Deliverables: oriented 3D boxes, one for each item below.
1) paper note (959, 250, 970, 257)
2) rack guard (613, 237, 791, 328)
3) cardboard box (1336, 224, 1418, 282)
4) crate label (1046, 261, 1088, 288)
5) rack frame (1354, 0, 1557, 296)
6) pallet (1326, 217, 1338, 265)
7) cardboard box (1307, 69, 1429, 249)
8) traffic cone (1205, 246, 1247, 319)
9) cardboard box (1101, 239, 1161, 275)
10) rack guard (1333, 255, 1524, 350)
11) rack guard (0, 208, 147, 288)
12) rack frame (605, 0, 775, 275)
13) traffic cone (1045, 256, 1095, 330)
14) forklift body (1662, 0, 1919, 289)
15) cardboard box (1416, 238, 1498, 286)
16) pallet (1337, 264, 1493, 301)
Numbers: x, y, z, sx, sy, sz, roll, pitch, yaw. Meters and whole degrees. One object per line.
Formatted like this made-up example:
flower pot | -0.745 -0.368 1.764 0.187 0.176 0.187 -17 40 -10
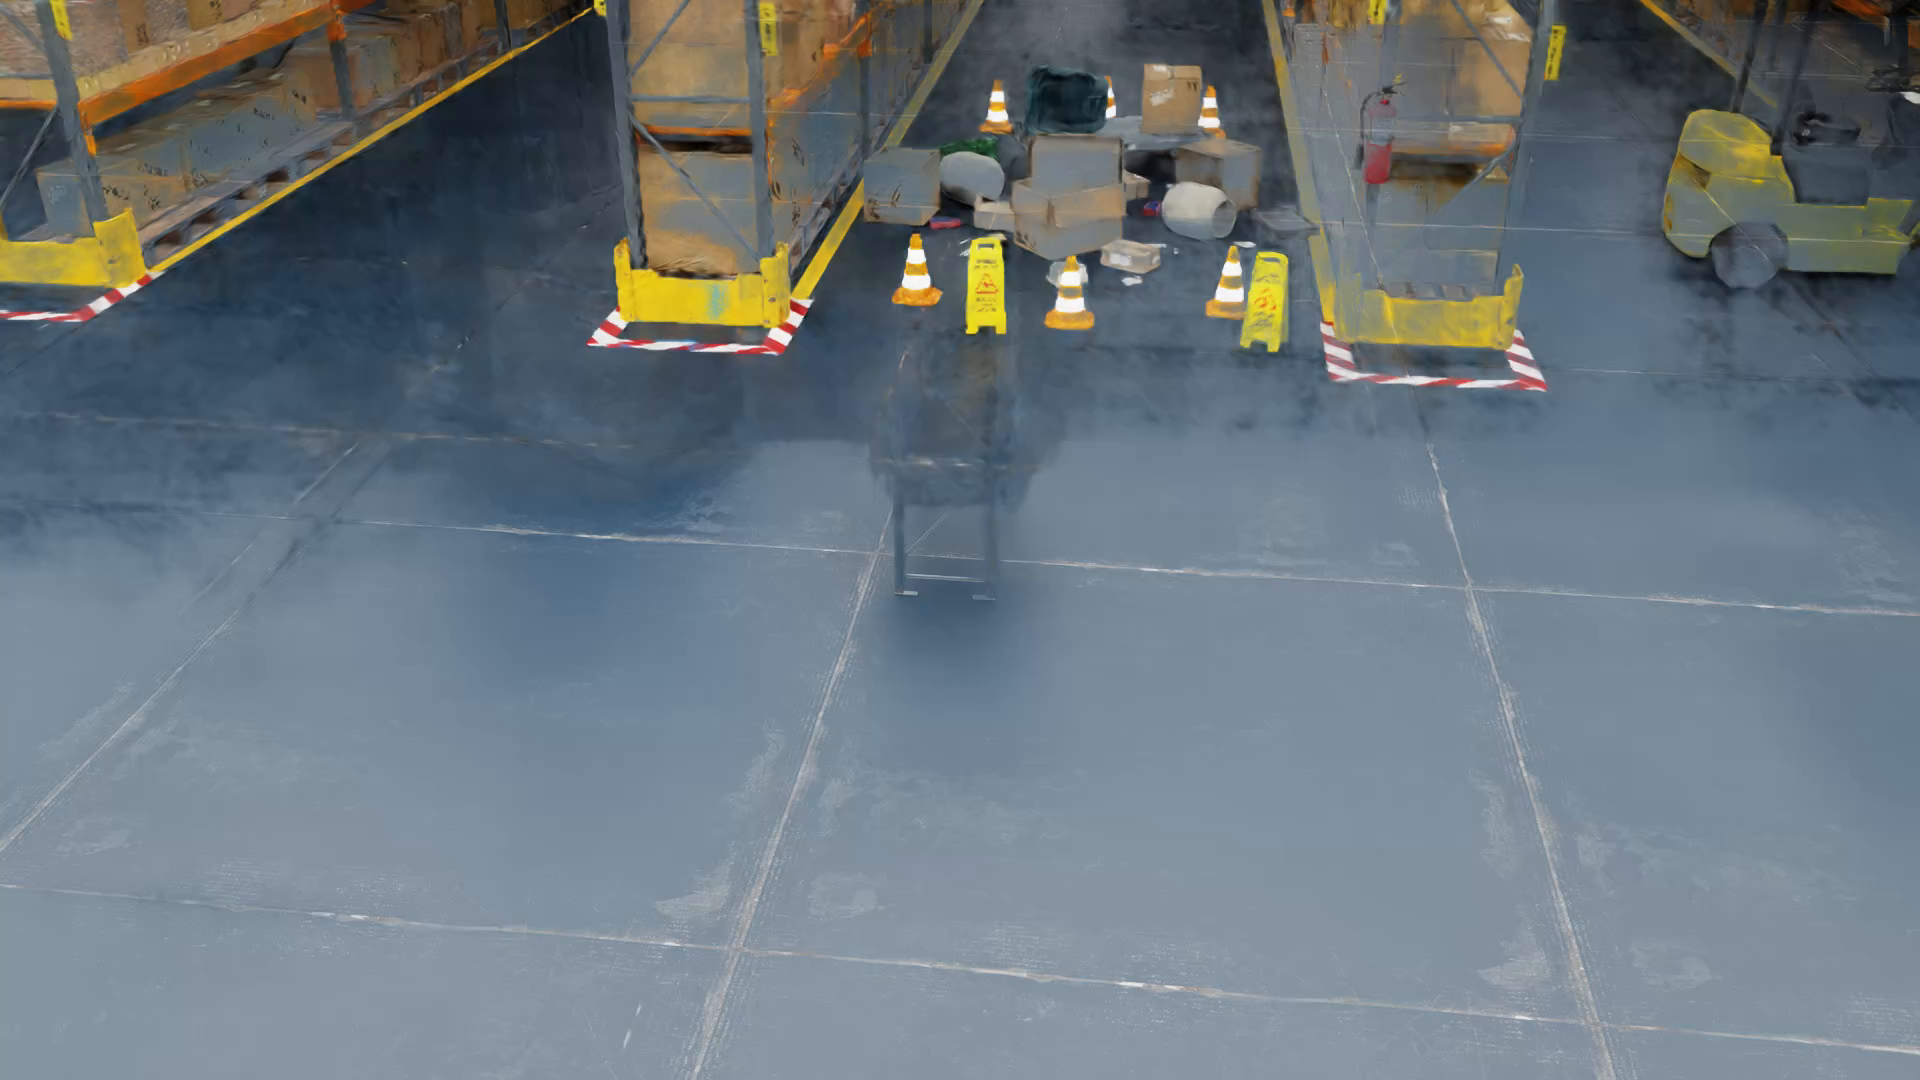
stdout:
paper note | 4.671 -7.161 22.013 0.144 0.017 0.142 14 31 24
rack guard | 2.796 -6.738 20.729 1.175 0.500 0.348 3 28 6
cardboard box | 7.559 -6.991 21.021 0.500 0.250 0.500 3 28 6
crate label | 5.388 -6.905 21.422 0.250 0.136 0.298 -11 30 -20
rack frame | 7.724 -7.609 19.712 1.000 3.000 0.127 3 28 6
pallet | 8.020 -7.371 22.209 1.003 0.211 1.213 3 28 6
cardboard box | 8.080 -8.248 22.827 0.984 0.750 5.033 4 29 7
traffic cone | 6.496 -6.770 20.828 0.336 0.463 0.334 3 28 6
cardboard box | 5.880 -7.088 21.751 0.380 0.149 0.250 20 34 32
rack guard | 7.733 -6.545 20.371 1.175 0.500 0.348 3 28 6
rack guard | -2.102 -7.121 21.440 1.175 0.500 0.348 3 28 6
rack frame | 2.799 -7.850 20.158 1.000 3.000 0.127 3 28 6
traffic cone | 5.353 -6.674 20.651 0.336 0.463 0.334 3 28 6
forklift body | -2.093 -9.788 24.650 29.396 2.155 5.688 3 28 6
cardboard box | 8.097 -6.947 20.939 0.507 0.250 0.507 4 29 6
pallet | 7.868 -6.798 21.146 1.003 0.211 1.213 3 28 6
